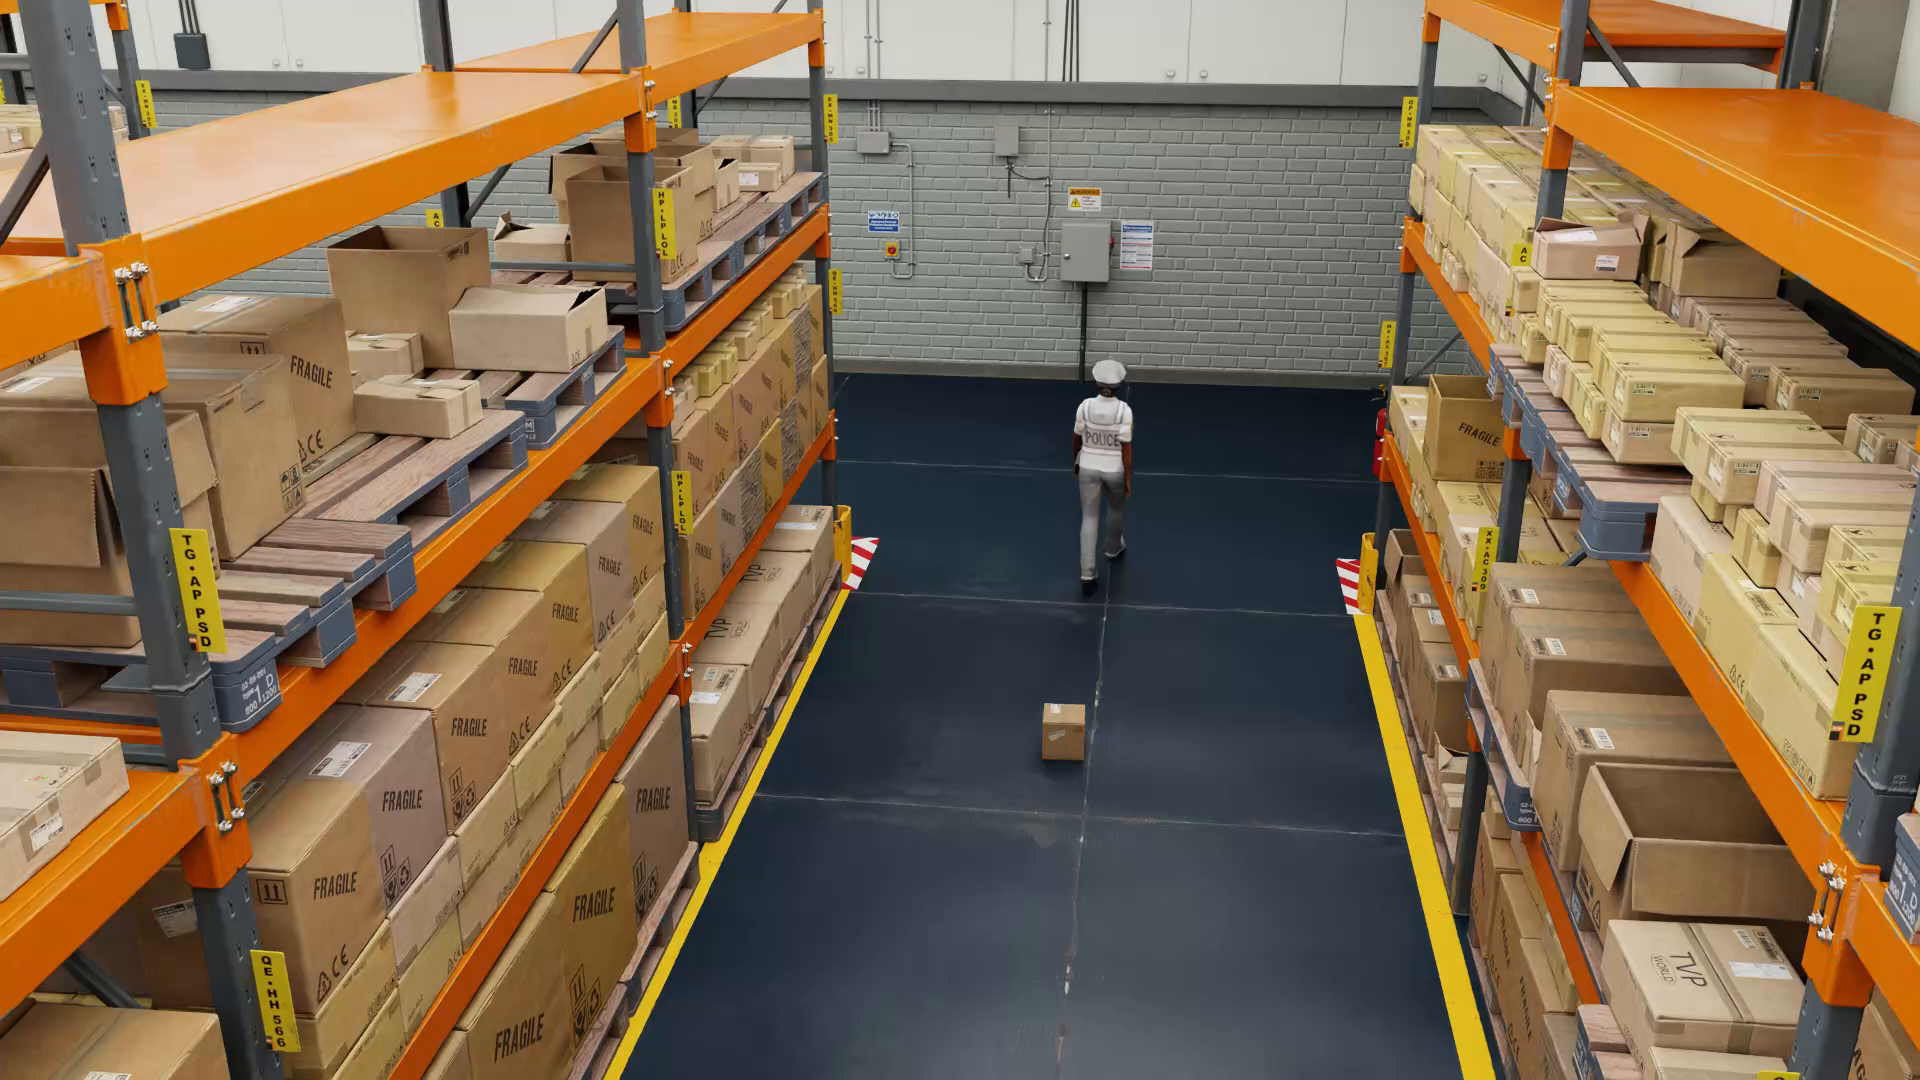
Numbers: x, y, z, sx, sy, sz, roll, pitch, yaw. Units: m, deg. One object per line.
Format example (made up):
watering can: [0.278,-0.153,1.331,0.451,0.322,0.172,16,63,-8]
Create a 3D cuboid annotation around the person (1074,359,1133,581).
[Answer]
person: [1.071,-0.557,12.458,0.445,1.639,0.984,4,22,9]
